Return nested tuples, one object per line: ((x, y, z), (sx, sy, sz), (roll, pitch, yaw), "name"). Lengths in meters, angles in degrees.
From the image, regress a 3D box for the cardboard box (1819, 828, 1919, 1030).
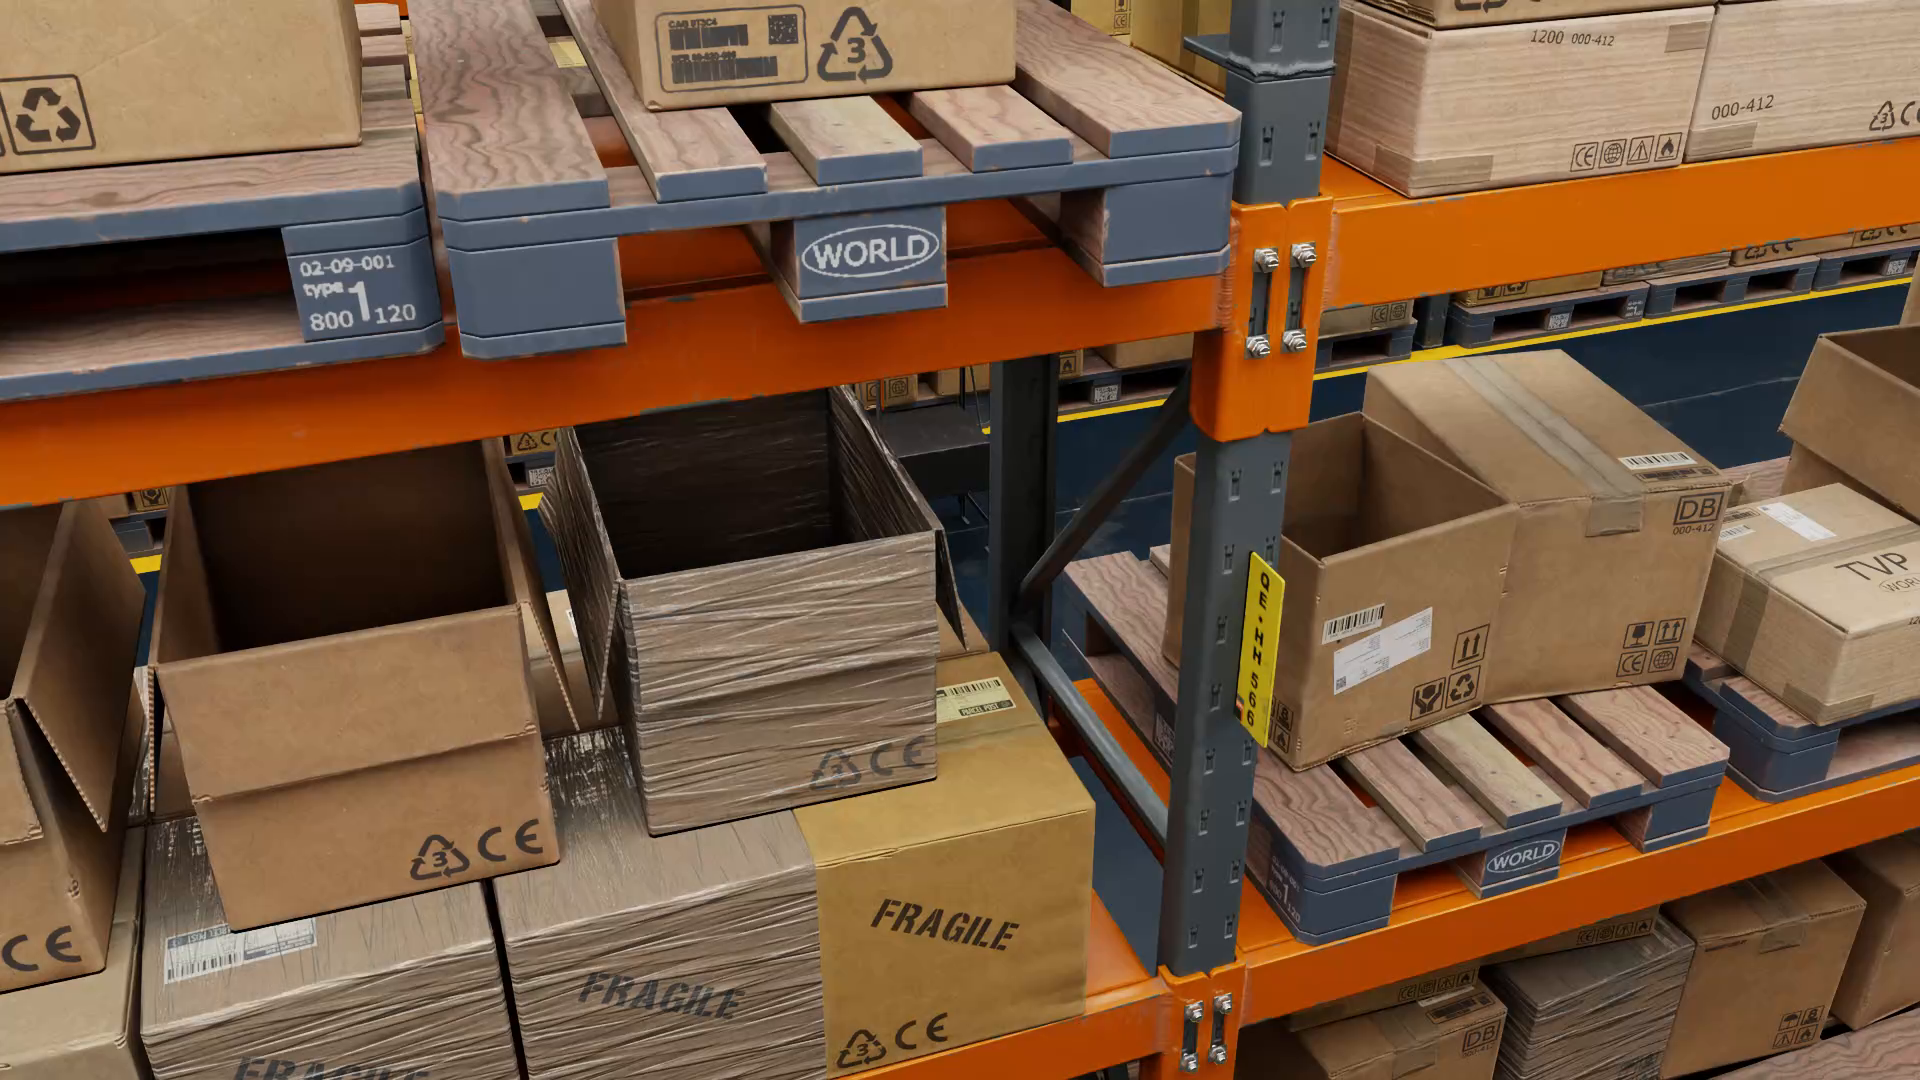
((2.482, 0.900, 4.720), (0.500, 0.500, 0.700), (-13, 32, -22), "cardboard box")

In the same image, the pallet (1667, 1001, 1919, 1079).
((2.168, 1.298, 4.758), (1.213, 0.211, 1.003), (-10, 31, -18), "pallet")

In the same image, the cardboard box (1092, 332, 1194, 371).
((0.952, -1.471, 8.650), (0.750, 0.750, 1.050), (-10, 31, -18), "cardboard box")

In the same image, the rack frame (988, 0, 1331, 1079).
((0.294, 0.429, 3.466), (0.127, 3.000, 1.000), (-10, 31, -18), "rack frame")

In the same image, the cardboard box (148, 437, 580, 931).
((-1.009, 0.180, 2.789), (0.637, 0.503, 0.797), (-10, 31, -16), "cardboard box")

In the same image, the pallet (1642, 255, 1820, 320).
((4.293, -1.675, 9.978), (1.213, 0.211, 1.003), (-10, 31, -18), "pallet")

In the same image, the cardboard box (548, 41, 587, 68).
((-1.640, -1.924, 6.825), (0.250, 0.149, 0.380), (-12, 32, -20), "cardboard box")

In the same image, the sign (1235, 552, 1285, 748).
((0.491, 0.183, 2.728), (0.005, 0.325, 0.100), (-10, 31, -18), "sign")

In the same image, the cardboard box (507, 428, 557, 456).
((-1.867, -0.751, 7.638), (0.500, 0.500, 0.500), (-11, 31, -18), "cardboard box")

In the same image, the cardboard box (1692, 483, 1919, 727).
((1.945, 0.130, 3.720), (0.500, 0.250, 0.500), (-11, 32, -19), "cardboard box")

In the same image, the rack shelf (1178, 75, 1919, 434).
((2.168, -0.907, 3.508), (4.000, 0.370, 1.077), (-10, 31, -18), "rack shelf")

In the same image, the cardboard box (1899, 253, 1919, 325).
((3.249, -0.632, 4.299), (1.000, 1.000, 1.000), (-10, 31, -17), "cardboard box")

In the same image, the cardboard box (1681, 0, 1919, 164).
((1.304, -0.860, 2.851), (0.500, 0.250, 0.500), (-10, 31, -16), "cardboard box")

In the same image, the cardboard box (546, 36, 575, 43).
((-1.846, -2.230, 7.363), (0.250, 0.149, 0.380), (-10, 31, -18), "cardboard box")

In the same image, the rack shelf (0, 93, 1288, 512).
((-1.581, -0.216, 2.296), (4.000, 0.370, 1.077), (-10, 31, -18), "rack shelf")

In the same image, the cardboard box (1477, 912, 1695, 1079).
((1.430, 1.098, 4.374), (0.500, 0.500, 0.700), (-13, 32, -22), "cardboard box")

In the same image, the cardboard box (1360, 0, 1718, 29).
((0.824, -1.096, 2.508), (0.500, 0.500, 0.500), (-10, 31, -17), "cardboard box")

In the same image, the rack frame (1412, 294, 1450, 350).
((2.408, -2.580, 8.748), (0.127, 3.000, 1.000), (-10, 31, -18), "rack frame")

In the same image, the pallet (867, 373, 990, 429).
((-0.576, -0.779, 8.404), (1.213, 0.211, 1.003), (-10, 31, -18), "pallet")

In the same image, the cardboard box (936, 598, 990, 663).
((-0.257, 0.344, 3.516), (0.500, 0.500, 0.500), (-10, 31, -16), "cardboard box")

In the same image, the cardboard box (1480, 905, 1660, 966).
((1.405, 0.773, 4.187), (0.500, 0.250, 0.500), (-7, 30, -12), "cardboard box")

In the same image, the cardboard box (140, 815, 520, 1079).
((-1.037, 0.761, 2.784), (0.500, 0.500, 0.500), (-11, 32, -19), "cardboard box")

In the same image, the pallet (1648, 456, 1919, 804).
((2.135, 0.152, 4.147), (1.213, 0.211, 1.003), (-10, 31, -18), "pallet")

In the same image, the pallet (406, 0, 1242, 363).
((-0.291, -0.656, 2.532), (1.003, 0.211, 1.213), (-9, 31, -15), "pallet")

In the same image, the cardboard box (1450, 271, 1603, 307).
((3.022, -1.915, 9.303), (0.875, 0.875, 0.875), (-10, 31, -17), "cardboard box")

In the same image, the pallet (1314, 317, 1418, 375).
((1.711, -1.200, 9.143), (1.213, 0.211, 1.003), (-10, 31, -18), "pallet")

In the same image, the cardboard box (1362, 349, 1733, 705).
((1.274, -0.051, 3.784), (0.500, 0.500, 0.700), (-6, 30, -10), "cardboard box")

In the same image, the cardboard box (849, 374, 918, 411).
((-0.739, -1.158, 8.100), (0.750, 0.750, 1.050), (-11, 31, -18), "cardboard box")

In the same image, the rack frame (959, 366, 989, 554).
((0.074, -0.926, 6.754), (0.015, 2.100, 0.400), (-10, 31, -18), "rack frame")

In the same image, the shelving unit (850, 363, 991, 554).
((-0.155, -0.884, 6.680), (0.503, 2.100, 0.431), (-10, 31, -18), "shelving unit")

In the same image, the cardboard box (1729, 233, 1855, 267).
((4.721, -2.229, 9.854), (0.875, 0.875, 0.875), (-11, 31, -18), "cardboard box")

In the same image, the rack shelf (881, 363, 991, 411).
((-0.155, -0.872, 6.687), (0.480, 0.518, 0.431), (-10, 31, -18), "rack shelf")

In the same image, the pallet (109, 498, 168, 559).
((-3.215, -0.335, 7.624), (1.213, 0.211, 1.003), (-10, 31, -18), "pallet")

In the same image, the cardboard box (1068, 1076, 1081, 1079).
((-0.360, 1.280, 3.696), (0.875, 0.875, 1.225), (-12, 32, -20), "cardboard box")

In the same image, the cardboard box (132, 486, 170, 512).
((-3.323, -0.488, 7.178), (0.500, 0.500, 0.500), (-10, 31, -17), "cardboard box")

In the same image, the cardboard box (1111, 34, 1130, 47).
((0.590, -2.146, 7.885), (0.500, 0.500, 0.500), (-11, 31, -18), "cardboard box")

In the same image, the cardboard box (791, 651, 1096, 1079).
((-0.082, 0.586, 3.090), (0.500, 0.500, 0.500), (-9, 31, -16), "cardboard box")

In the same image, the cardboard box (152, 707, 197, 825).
((-1.218, 0.524, 3.199), (0.500, 0.500, 0.500), (-11, 31, -19), "cardboard box")

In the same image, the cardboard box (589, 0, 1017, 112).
((-0.253, -0.962, 2.351), (0.637, 0.503, 0.797), (-9, 31, -15), "cardboard box")

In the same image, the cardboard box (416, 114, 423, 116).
((-2.140, -1.702, 6.736), (0.250, 0.149, 0.380), (-10, 31, -16), "cardboard box")
